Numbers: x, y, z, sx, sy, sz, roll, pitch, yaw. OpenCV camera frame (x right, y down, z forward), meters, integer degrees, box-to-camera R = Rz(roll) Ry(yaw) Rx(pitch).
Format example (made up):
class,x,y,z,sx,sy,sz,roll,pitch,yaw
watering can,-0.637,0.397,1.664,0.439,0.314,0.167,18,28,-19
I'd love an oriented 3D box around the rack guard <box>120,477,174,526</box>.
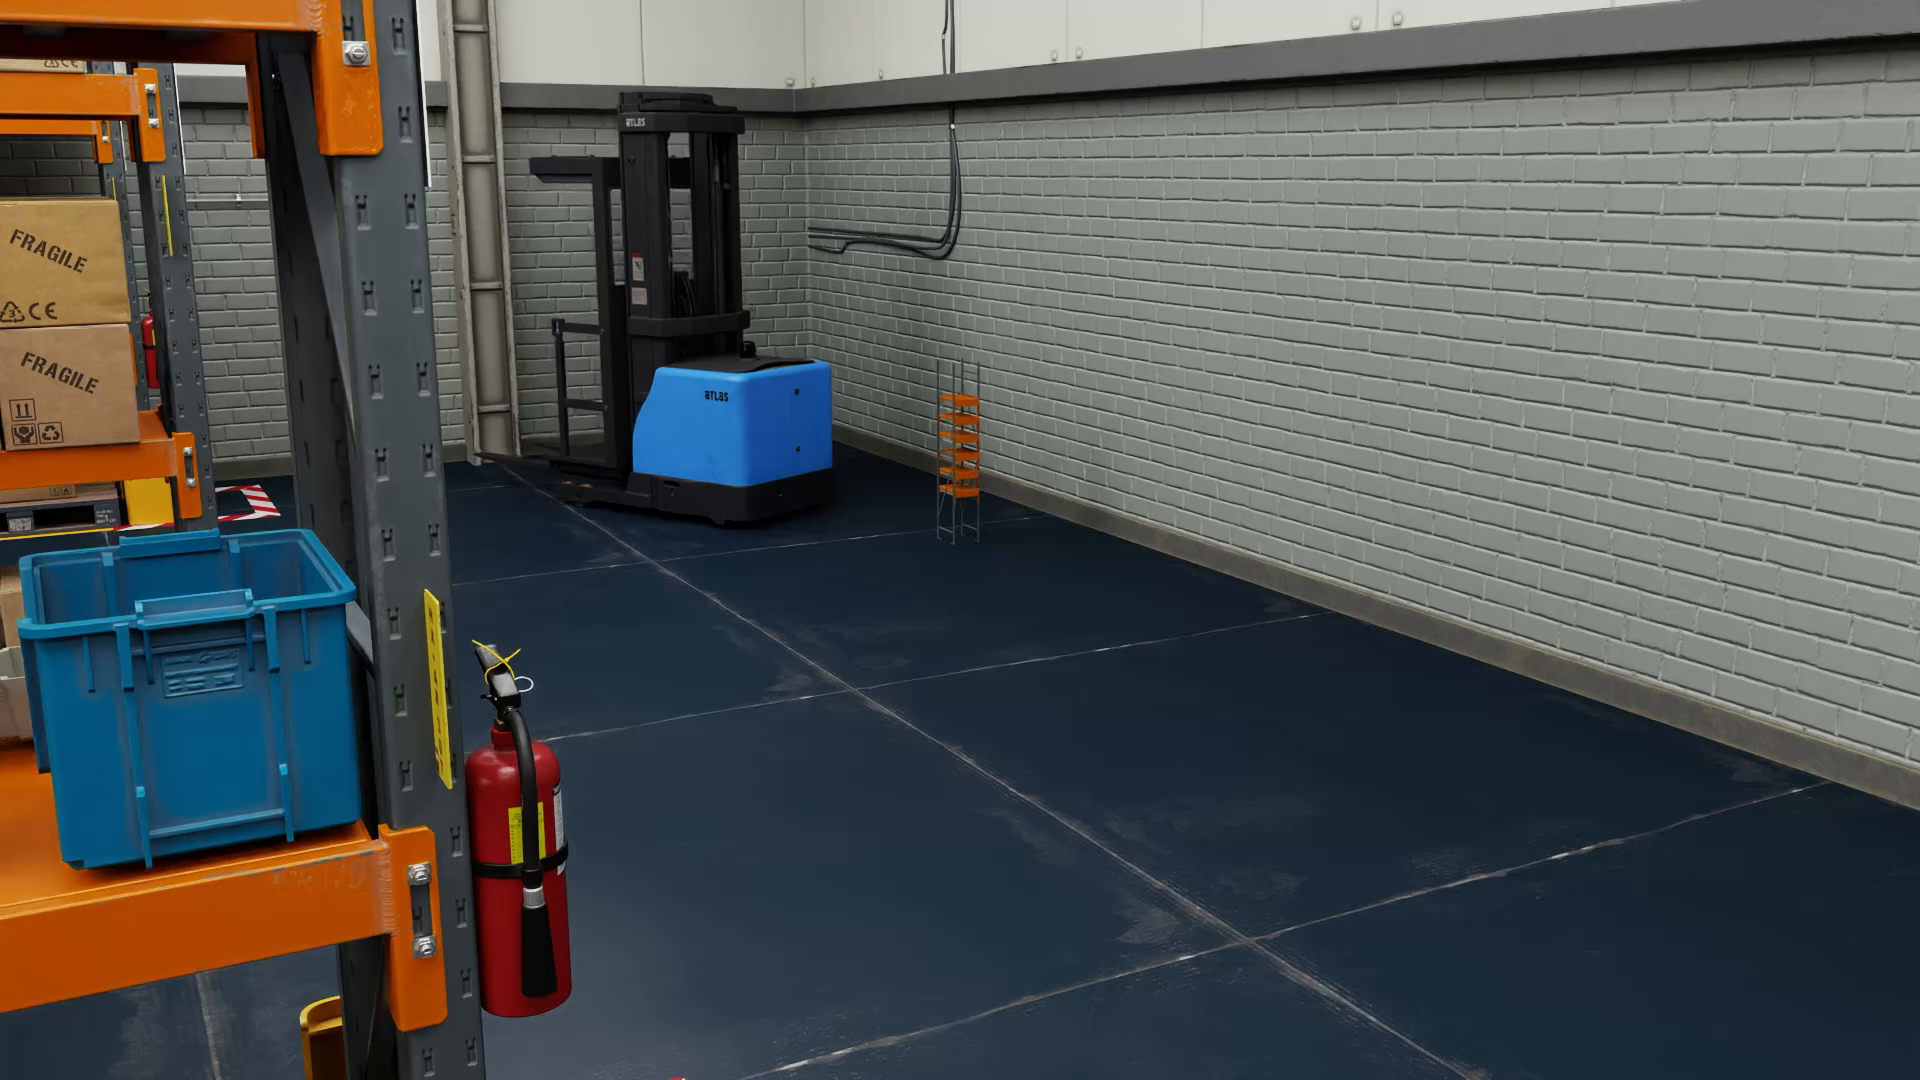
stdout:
class,x,y,z,sx,sy,sz,roll,pitch,yaw
rack guard,-5.880,-0.466,12.043,0.348,0.500,1.175,-7,14,-28

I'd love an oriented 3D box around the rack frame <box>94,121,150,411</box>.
class,x,y,z,sx,sy,sz,roll,pitch,yaw
rack frame,-5.901,-1.683,11.757,0.127,3.000,1.000,-7,14,-28

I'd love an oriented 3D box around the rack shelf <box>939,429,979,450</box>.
class,x,y,z,sx,sy,sz,roll,pitch,yaw
rack shelf,-0.013,-0.658,10.954,0.180,0.103,0.258,-7,14,-28

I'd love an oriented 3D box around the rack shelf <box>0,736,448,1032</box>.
class,x,y,z,sx,sy,sz,roll,pitch,yaw
rack shelf,-2.910,0.787,2.417,4.000,0.370,1.077,-7,14,-28

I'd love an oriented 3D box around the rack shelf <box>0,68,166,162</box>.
class,x,y,z,sx,sy,sz,roll,pitch,yaw
rack shelf,-5.280,-1.631,6.331,4.000,0.370,1.077,-7,14,-28

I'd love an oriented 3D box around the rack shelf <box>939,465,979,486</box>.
class,x,y,z,sx,sy,sz,roll,pitch,yaw
rack shelf,-0.013,-0.423,11.007,0.180,0.103,0.258,-7,14,-28

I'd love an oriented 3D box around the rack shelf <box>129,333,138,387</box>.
class,x,y,z,sx,sy,sz,roll,pitch,yaw
rack shelf,-7.657,-1.122,10.901,4.000,0.370,1.077,-7,14,-28

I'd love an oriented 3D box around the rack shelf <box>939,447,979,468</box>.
class,x,y,z,sx,sy,sz,roll,pitch,yaw
rack shelf,-0.013,-0.540,10.980,0.180,0.103,0.258,-7,14,-28

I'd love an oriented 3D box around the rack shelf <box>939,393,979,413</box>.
class,x,y,z,sx,sy,sz,roll,pitch,yaw
rack shelf,-0.013,-0.892,10.901,0.180,0.103,0.258,-7,14,-28

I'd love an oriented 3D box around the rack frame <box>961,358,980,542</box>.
class,x,y,z,sx,sy,sz,roll,pitch,yaw
rack frame,0.068,-0.593,11.013,0.006,1.200,0.240,-7,14,-28

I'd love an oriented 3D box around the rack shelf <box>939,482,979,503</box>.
class,x,y,z,sx,sy,sz,roll,pitch,yaw
rack shelf,-0.013,-0.306,11.033,0.180,0.103,0.258,-7,14,-28

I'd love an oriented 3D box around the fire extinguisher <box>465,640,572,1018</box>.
class,x,y,z,sx,sy,sz,roll,pitch,yaw
fire extinguisher,-0.804,0.517,3.004,0.183,0.674,0.296,-7,14,-28

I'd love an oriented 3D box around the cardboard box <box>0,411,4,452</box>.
class,x,y,z,sx,sy,sz,roll,pitch,yaw
cardboard box,-4.241,-0.623,6.818,0.500,0.500,0.500,-7,14,-27

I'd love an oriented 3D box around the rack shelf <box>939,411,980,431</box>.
class,x,y,z,sx,sy,sz,roll,pitch,yaw
rack shelf,-0.013,-0.775,10.928,0.180,0.103,0.258,-7,14,-28

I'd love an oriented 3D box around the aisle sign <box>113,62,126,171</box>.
class,x,y,z,sx,sy,sz,roll,pitch,yaw
aisle sign,-5.694,-2.901,11.248,0.004,0.787,0.394,-7,14,-28

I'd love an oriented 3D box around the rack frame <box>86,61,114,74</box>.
class,x,y,z,sx,sy,sz,roll,pitch,yaw
rack frame,-5.901,-4.610,11.098,0.127,3.000,1.000,-7,14,-28

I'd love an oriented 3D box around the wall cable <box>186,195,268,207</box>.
class,x,y,z,sx,sy,sz,roll,pitch,yaw
wall cable,-5.231,-2.496,13.054,1.851,1.984,0.084,-7,14,-28

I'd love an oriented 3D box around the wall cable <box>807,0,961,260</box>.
class,x,y,z,sx,sy,sz,roll,pitch,yaw
wall cable,-0.766,-3.621,13.777,0.112,2.526,3.097,-7,14,-28

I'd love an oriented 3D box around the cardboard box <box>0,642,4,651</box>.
class,x,y,z,sx,sy,sz,roll,pitch,yaw
cardboard box,-4.282,0.569,7.202,0.250,0.166,0.380,-7,14,-28

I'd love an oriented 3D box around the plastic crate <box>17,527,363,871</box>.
class,x,y,z,sx,sy,sz,roll,pitch,yaw
plastic crate,-1.359,0.251,2.946,0.499,0.435,0.616,-7,14,-28

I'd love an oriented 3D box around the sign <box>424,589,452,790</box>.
class,x,y,z,sx,sy,sz,roll,pitch,yaw
sign,-0.877,0.251,2.792,0.005,0.325,0.100,-7,14,-28

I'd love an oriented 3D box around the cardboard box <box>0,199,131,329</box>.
class,x,y,z,sx,sy,sz,roll,pitch,yaw
cardboard box,-3.783,-1.166,6.952,0.500,0.500,0.500,-7,14,-28

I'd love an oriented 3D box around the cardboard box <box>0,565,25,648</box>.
class,x,y,z,sx,sy,sz,roll,pitch,yaw
cardboard box,-3.884,0.381,7.278,0.500,0.500,0.500,-7,14,-28

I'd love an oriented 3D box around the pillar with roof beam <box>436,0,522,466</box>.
class,x,y,z,sx,sy,sz,roll,pitch,yaw
pillar with roof beam,-1.883,-4.231,9.415,0.400,9.000,9.100,-7,14,-28

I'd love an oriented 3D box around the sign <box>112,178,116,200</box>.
class,x,y,z,sx,sy,sz,roll,pitch,yaw
sign,-5.654,-2.258,11.133,0.005,0.325,0.100,-7,14,-28

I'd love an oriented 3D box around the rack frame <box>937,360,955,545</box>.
class,x,y,z,sx,sy,sz,roll,pitch,yaw
rack frame,-0.093,-0.574,10.928,0.006,1.200,0.240,-7,14,-28

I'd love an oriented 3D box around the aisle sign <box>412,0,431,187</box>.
class,x,y,z,sx,sy,sz,roll,pitch,yaw
aisle sign,-0.951,-0.993,2.771,0.004,0.787,0.394,-7,14,-28

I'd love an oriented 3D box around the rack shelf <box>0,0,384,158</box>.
class,x,y,z,sx,sy,sz,roll,pitch,yaw
rack shelf,-2.910,-0.676,2.088,4.000,0.370,1.077,-7,14,-28

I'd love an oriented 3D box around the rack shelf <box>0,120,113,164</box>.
class,x,y,z,sx,sy,sz,roll,pitch,yaw
rack shelf,-7.657,-2.585,10.572,4.000,0.370,1.077,-7,14,-28

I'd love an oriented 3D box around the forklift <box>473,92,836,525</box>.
class,x,y,z,sx,sy,sz,roll,pitch,yaw
forklift,-2.407,-1.760,12.256,3.031,2.935,1.130,9,15,34

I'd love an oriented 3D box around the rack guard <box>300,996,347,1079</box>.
class,x,y,z,sx,sy,sz,roll,pitch,yaw
rack guard,-1.140,1.440,3.570,0.348,0.500,1.175,-7,14,-28

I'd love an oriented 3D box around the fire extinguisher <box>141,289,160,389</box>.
class,x,y,z,sx,sy,sz,roll,pitch,yaw
fire extinguisher,-5.548,-1.391,11.482,0.183,0.674,0.296,-7,14,-28

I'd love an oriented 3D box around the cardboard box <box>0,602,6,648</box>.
class,x,y,z,sx,sy,sz,roll,pitch,yaw
cardboard box,-4.577,0.453,7.525,0.500,0.250,0.500,-7,14,-28

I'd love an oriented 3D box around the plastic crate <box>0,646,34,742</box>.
class,x,y,z,sx,sy,sz,roll,pitch,yaw
plastic crate,-1.850,0.306,3.383,0.298,0.136,0.250,-7,14,-28

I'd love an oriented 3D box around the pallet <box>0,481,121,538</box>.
class,x,y,z,sx,sy,sz,roll,pitch,yaw
pallet,-6.566,-0.224,11.622,1.213,0.211,1.003,-7,14,-28

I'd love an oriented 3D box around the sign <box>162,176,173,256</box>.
class,x,y,z,sx,sy,sz,roll,pitch,yaw
sign,-3.276,-1.339,6.870,0.005,0.325,0.100,-7,14,-28

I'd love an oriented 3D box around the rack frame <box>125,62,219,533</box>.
class,x,y,z,sx,sy,sz,roll,pitch,yaw
rack frame,-3.525,-0.729,7.517,0.127,3.000,1.000,-7,14,-28

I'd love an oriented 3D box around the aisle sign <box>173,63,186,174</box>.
class,x,y,z,sx,sy,sz,roll,pitch,yaw
aisle sign,-3.318,-1.945,7.001,0.004,0.787,0.394,-7,14,-28

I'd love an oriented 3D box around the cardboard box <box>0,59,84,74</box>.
class,x,y,z,sx,sy,sz,roll,pitch,yaw
cardboard box,-3.849,-2.014,6.738,0.500,0.250,0.500,-7,14,-28

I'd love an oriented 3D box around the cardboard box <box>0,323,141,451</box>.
class,x,y,z,sx,sy,sz,roll,pitch,yaw
cardboard box,-3.787,-0.678,7.063,0.500,0.500,0.500,-6,14,-26

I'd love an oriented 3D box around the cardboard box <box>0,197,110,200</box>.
class,x,y,z,sx,sy,sz,roll,pitch,yaw
cardboard box,-4.040,-1.270,7.414,0.500,0.500,0.500,-6,14,-26

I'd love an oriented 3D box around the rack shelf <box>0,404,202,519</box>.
class,x,y,z,sx,sy,sz,roll,pitch,yaw
rack shelf,-5.280,-0.168,6.661,4.000,0.370,1.077,-7,14,-28

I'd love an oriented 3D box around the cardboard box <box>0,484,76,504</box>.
class,x,y,z,sx,sy,sz,roll,pitch,yaw
cardboard box,-6.468,-0.576,11.572,0.500,0.500,0.700,-7,14,-28

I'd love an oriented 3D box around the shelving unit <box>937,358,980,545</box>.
class,x,y,z,sx,sy,sz,roll,pitch,yaw
shelving unit,-0.013,-0.584,10.971,0.189,1.200,0.258,-7,14,-28
